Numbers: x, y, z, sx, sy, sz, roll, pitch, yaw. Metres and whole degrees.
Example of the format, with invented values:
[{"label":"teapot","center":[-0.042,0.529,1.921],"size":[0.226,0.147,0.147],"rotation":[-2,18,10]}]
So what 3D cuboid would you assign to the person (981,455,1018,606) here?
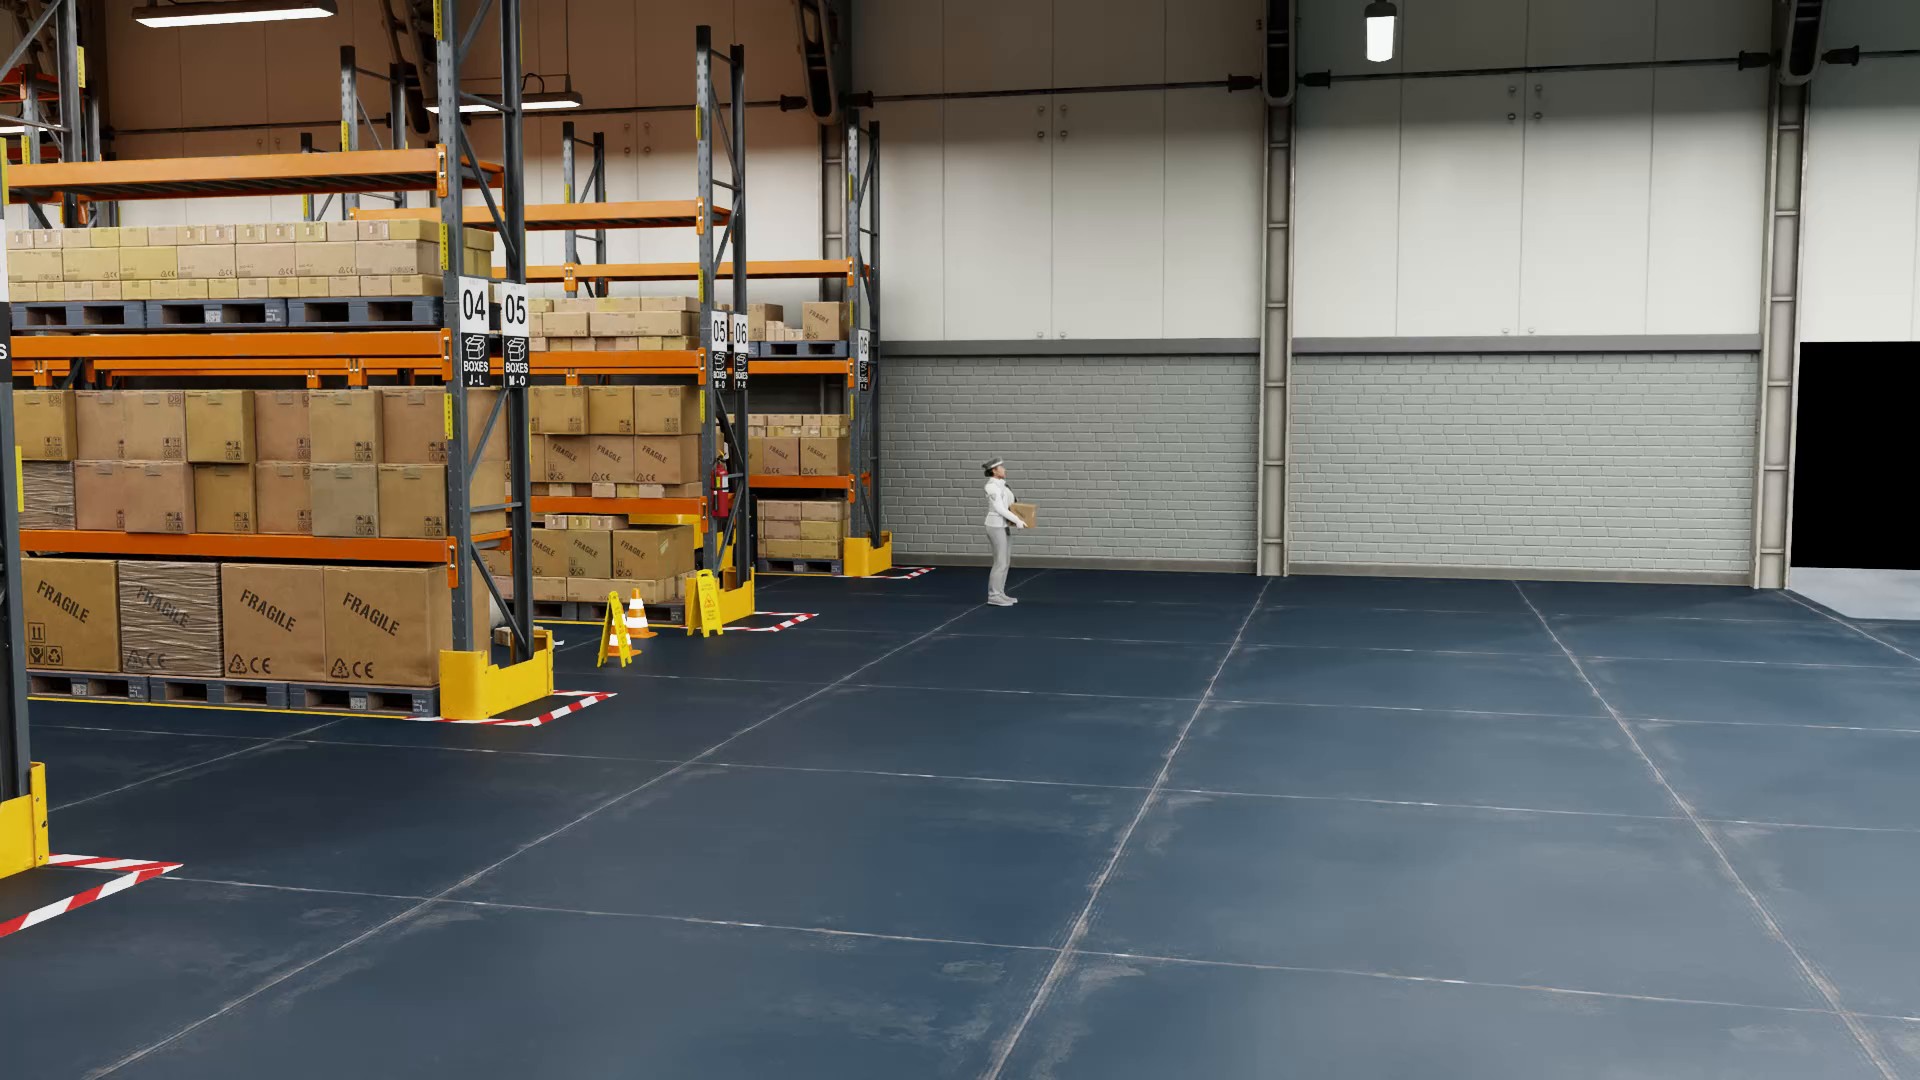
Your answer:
[{"label":"person","center":[0.464,-0.117,18.733],"size":[0.459,1.688,0.463],"rotation":[1,5,14]}]
